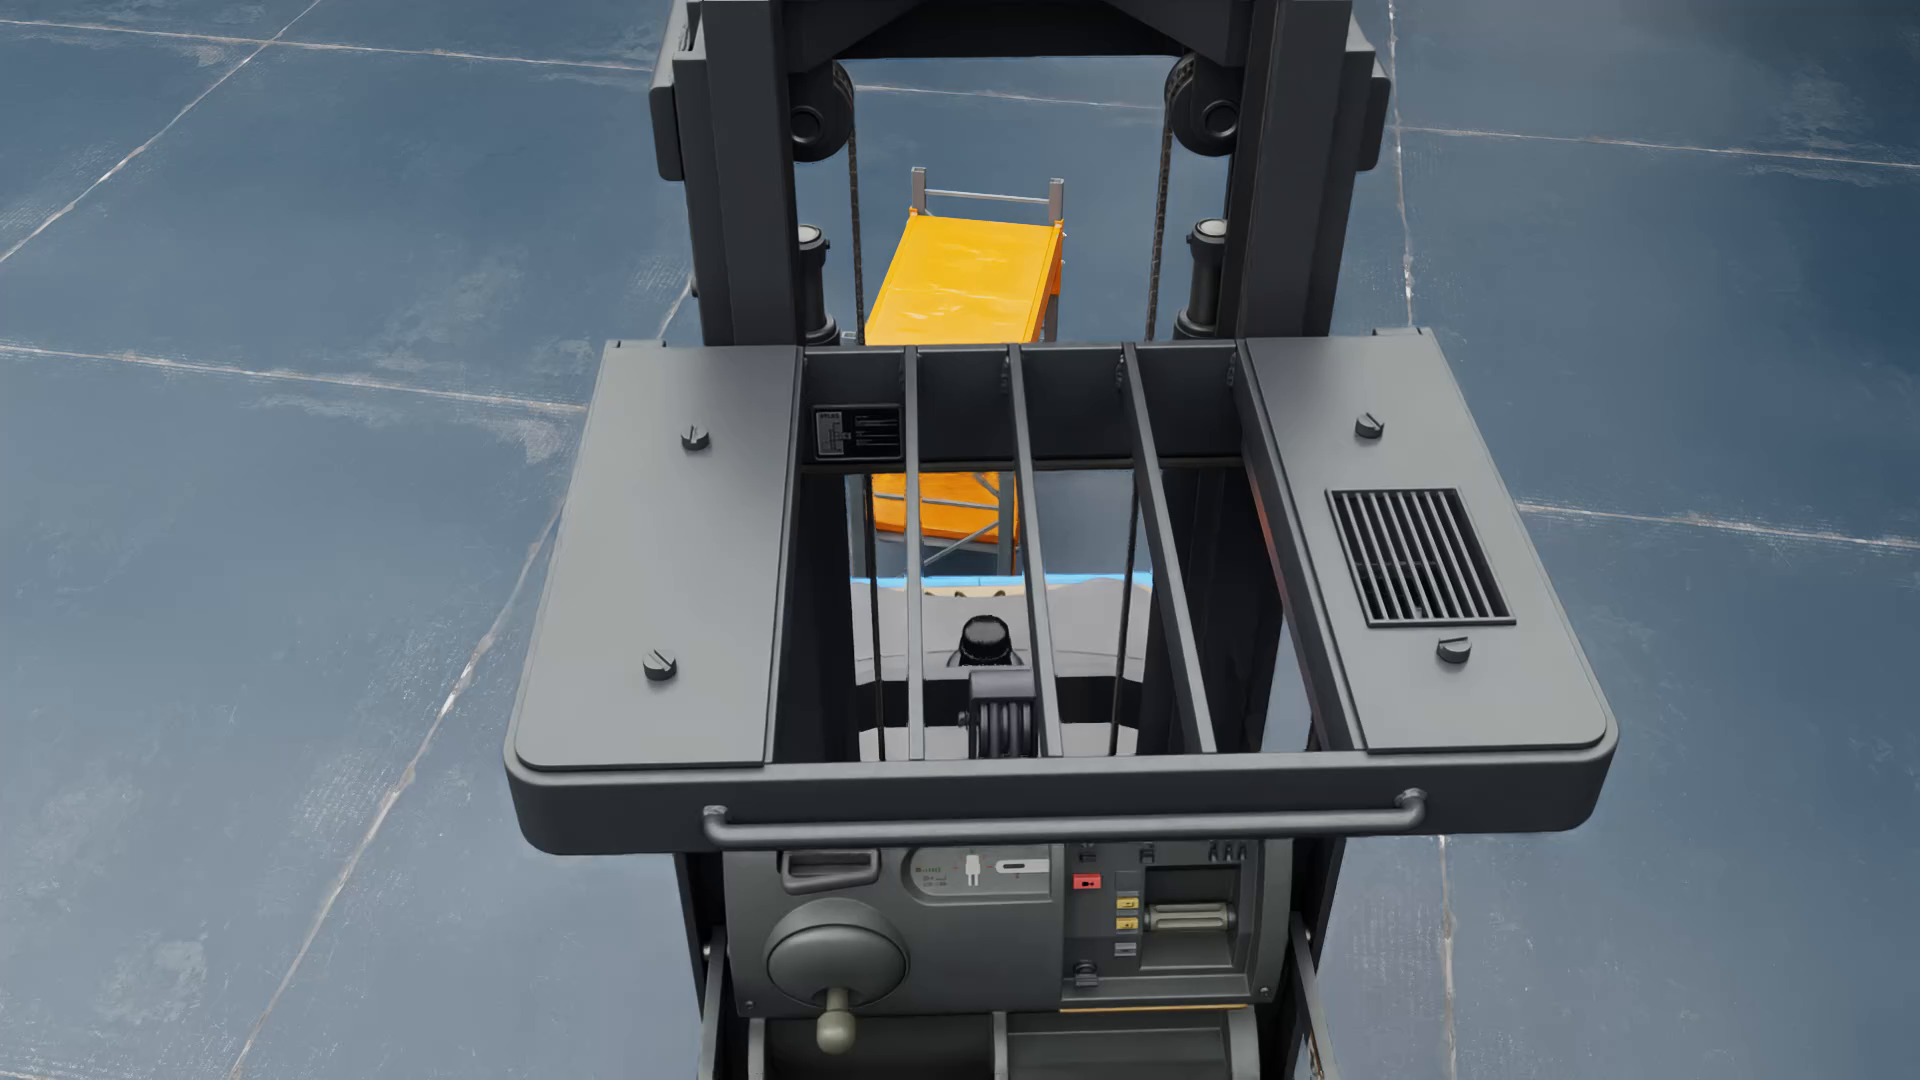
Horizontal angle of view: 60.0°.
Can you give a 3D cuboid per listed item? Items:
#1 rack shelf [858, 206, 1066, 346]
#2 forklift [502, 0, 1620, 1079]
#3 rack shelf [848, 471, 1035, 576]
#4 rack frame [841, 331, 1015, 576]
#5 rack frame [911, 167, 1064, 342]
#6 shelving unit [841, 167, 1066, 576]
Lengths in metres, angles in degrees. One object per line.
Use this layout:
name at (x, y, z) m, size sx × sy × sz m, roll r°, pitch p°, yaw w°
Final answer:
rack shelf at (0.001, -0.663, 5.210) m, size 0.538 × 0.278 × 1.000 m, roll 6°, pitch 40°, yaw 8°
forklift at (0.089, 0.716, 2.584) m, size 1.130 × 2.935 × 3.031 m, roll -1°, pitch 40°, yaw -1°
rack shelf at (0.001, -0.249, 5.553) m, size 0.538 × 0.278 × 1.000 m, roll 6°, pitch 40°, yaw 8°
rack frame at (-0.087, -0.119, 5.011) m, size 0.500 × 1.125 × 0.032 m, roll 6°, pitch 40°, yaw 8°
rack frame at (0.089, -0.757, 5.783) m, size 0.500 × 1.125 × 0.032 m, roll 6°, pitch 40°, yaw 8°
shelving unit at (0.001, -0.438, 5.397) m, size 0.538 × 1.125 × 1.048 m, roll 6°, pitch 40°, yaw 8°
